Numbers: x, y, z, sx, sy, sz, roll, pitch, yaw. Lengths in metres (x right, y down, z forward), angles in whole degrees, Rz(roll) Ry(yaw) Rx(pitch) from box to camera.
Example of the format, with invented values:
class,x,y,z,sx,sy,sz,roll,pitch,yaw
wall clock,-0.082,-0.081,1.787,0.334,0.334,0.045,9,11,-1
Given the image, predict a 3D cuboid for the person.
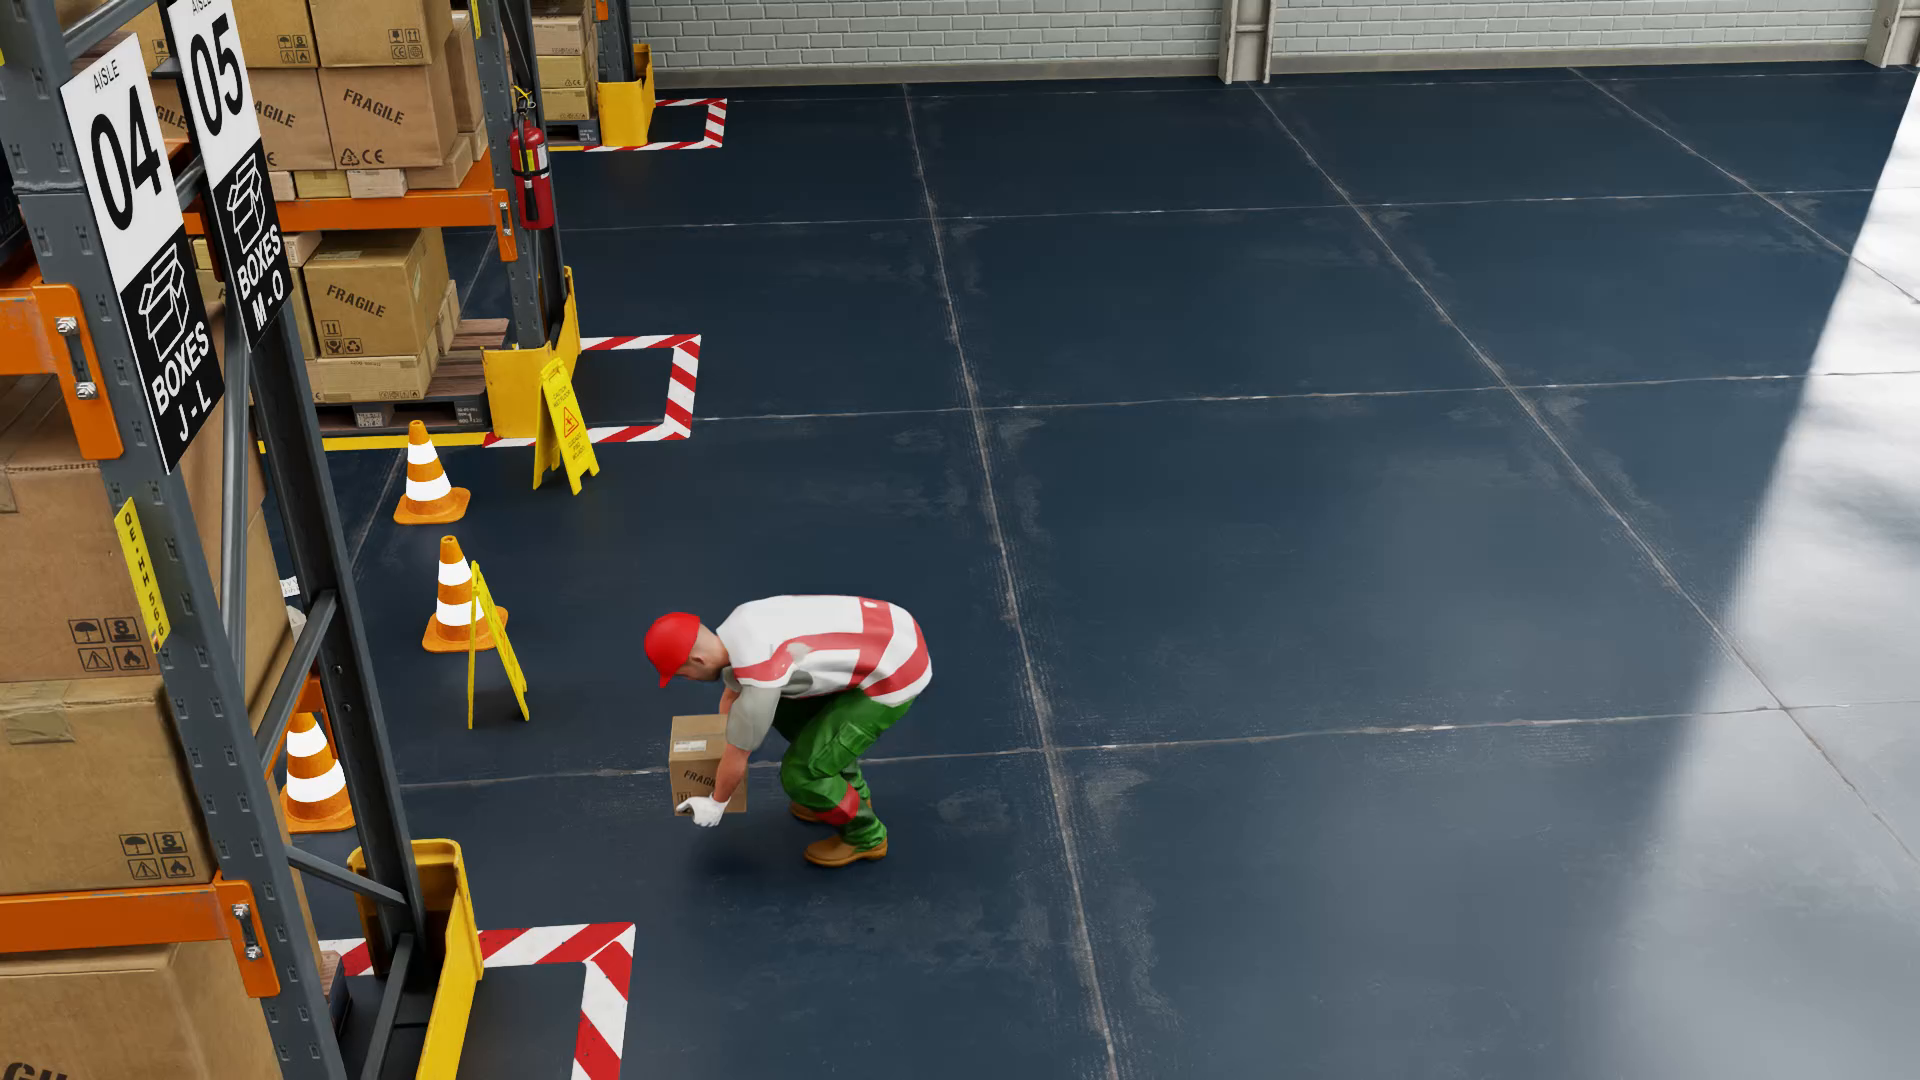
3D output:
class,x,y,z,sx,sy,sz,roll,pitch,yaw
person,-0.576,0.650,5.787,0.957,1.002,0.529,-4,31,-7
